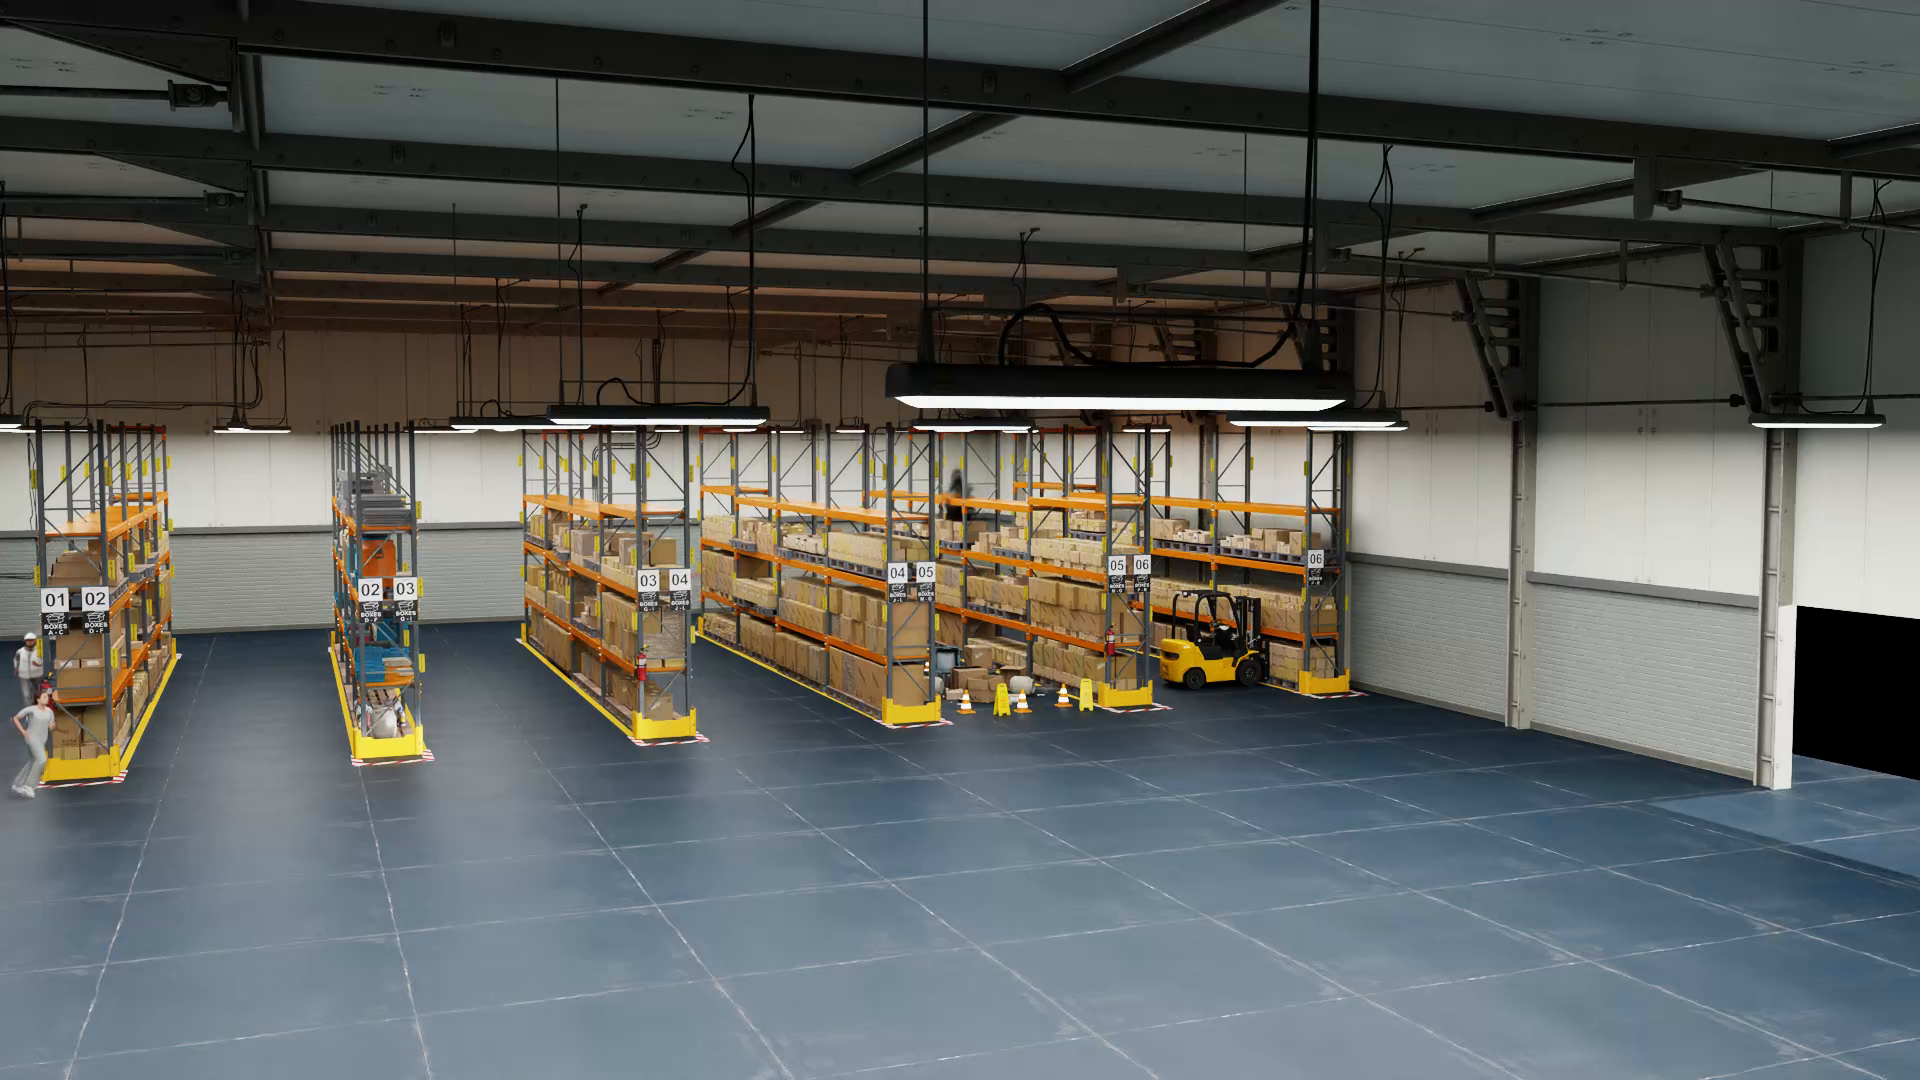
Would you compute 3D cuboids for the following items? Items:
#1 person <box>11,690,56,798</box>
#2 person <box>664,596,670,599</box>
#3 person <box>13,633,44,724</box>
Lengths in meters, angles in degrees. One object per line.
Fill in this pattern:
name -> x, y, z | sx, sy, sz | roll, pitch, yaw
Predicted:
person -> -14.803, 3.245, 26.603 | 0.661, 1.682, 0.598 | 1, 4, 12
person -> -8.688, 1.849, 48.057 | 0.717, 1.754, 0.638 | 3, 4, 37
person -> -18.588, 2.738, 33.289 | 0.659, 1.752, 0.968 | -2, 4, -24
